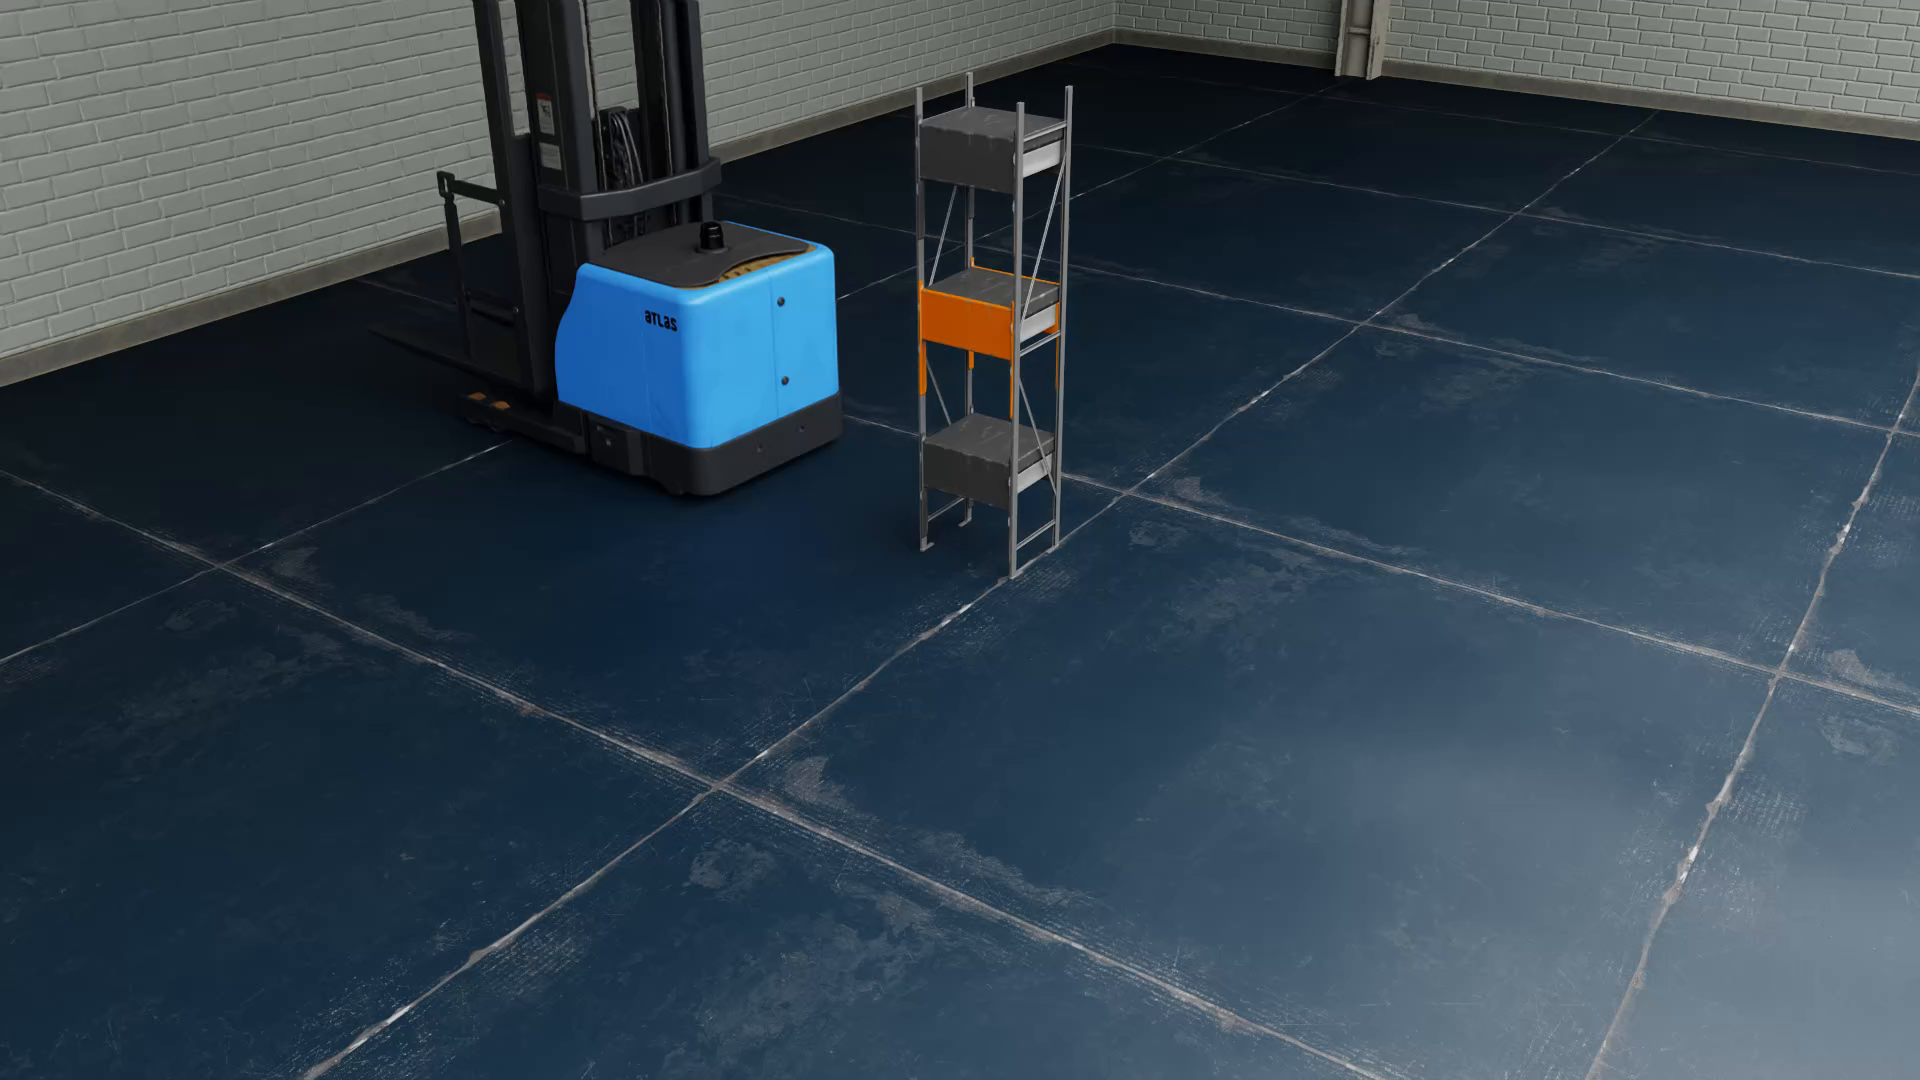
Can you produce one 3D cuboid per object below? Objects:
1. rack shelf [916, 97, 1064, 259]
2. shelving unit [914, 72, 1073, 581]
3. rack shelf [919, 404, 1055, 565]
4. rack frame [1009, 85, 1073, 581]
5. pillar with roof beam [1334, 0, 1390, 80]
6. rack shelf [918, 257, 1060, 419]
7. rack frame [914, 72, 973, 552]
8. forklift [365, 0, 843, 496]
[{"bbox_3d":[0.136,-1.505,6.879,0.480,0.518,0.431,17,32,30],"label":"rack shelf"},{"bbox_3d":[0.136,-0.893,7.190,0.503,2.100,0.431,17,32,30],"label":"shelving unit"},{"bbox_3d":[0.136,-0.257,7.514,0.480,0.518,0.431,17,32,30],"label":"rack shelf"},{"bbox_3d":[0.338,-0.831,7.067,0.015,2.100,0.400,17,32,30],"label":"rack frame"},{"bbox_3d":[1.679,-7.210,11.996,0.400,9.000,9.100,17,32,30],"label":"pillar with roof beam"},{"bbox_3d":[0.136,-0.881,7.196,0.480,0.518,0.431,17,32,30],"label":"rack shelf"},{"bbox_3d":[-0.065,-0.956,7.313,0.015,2.100,0.400,17,32,30],"label":"rack frame"},{"bbox_3d":[-2.082,-2.048,8.543,3.031,2.935,1.130,20,33,33],"label":"forklift"}]
